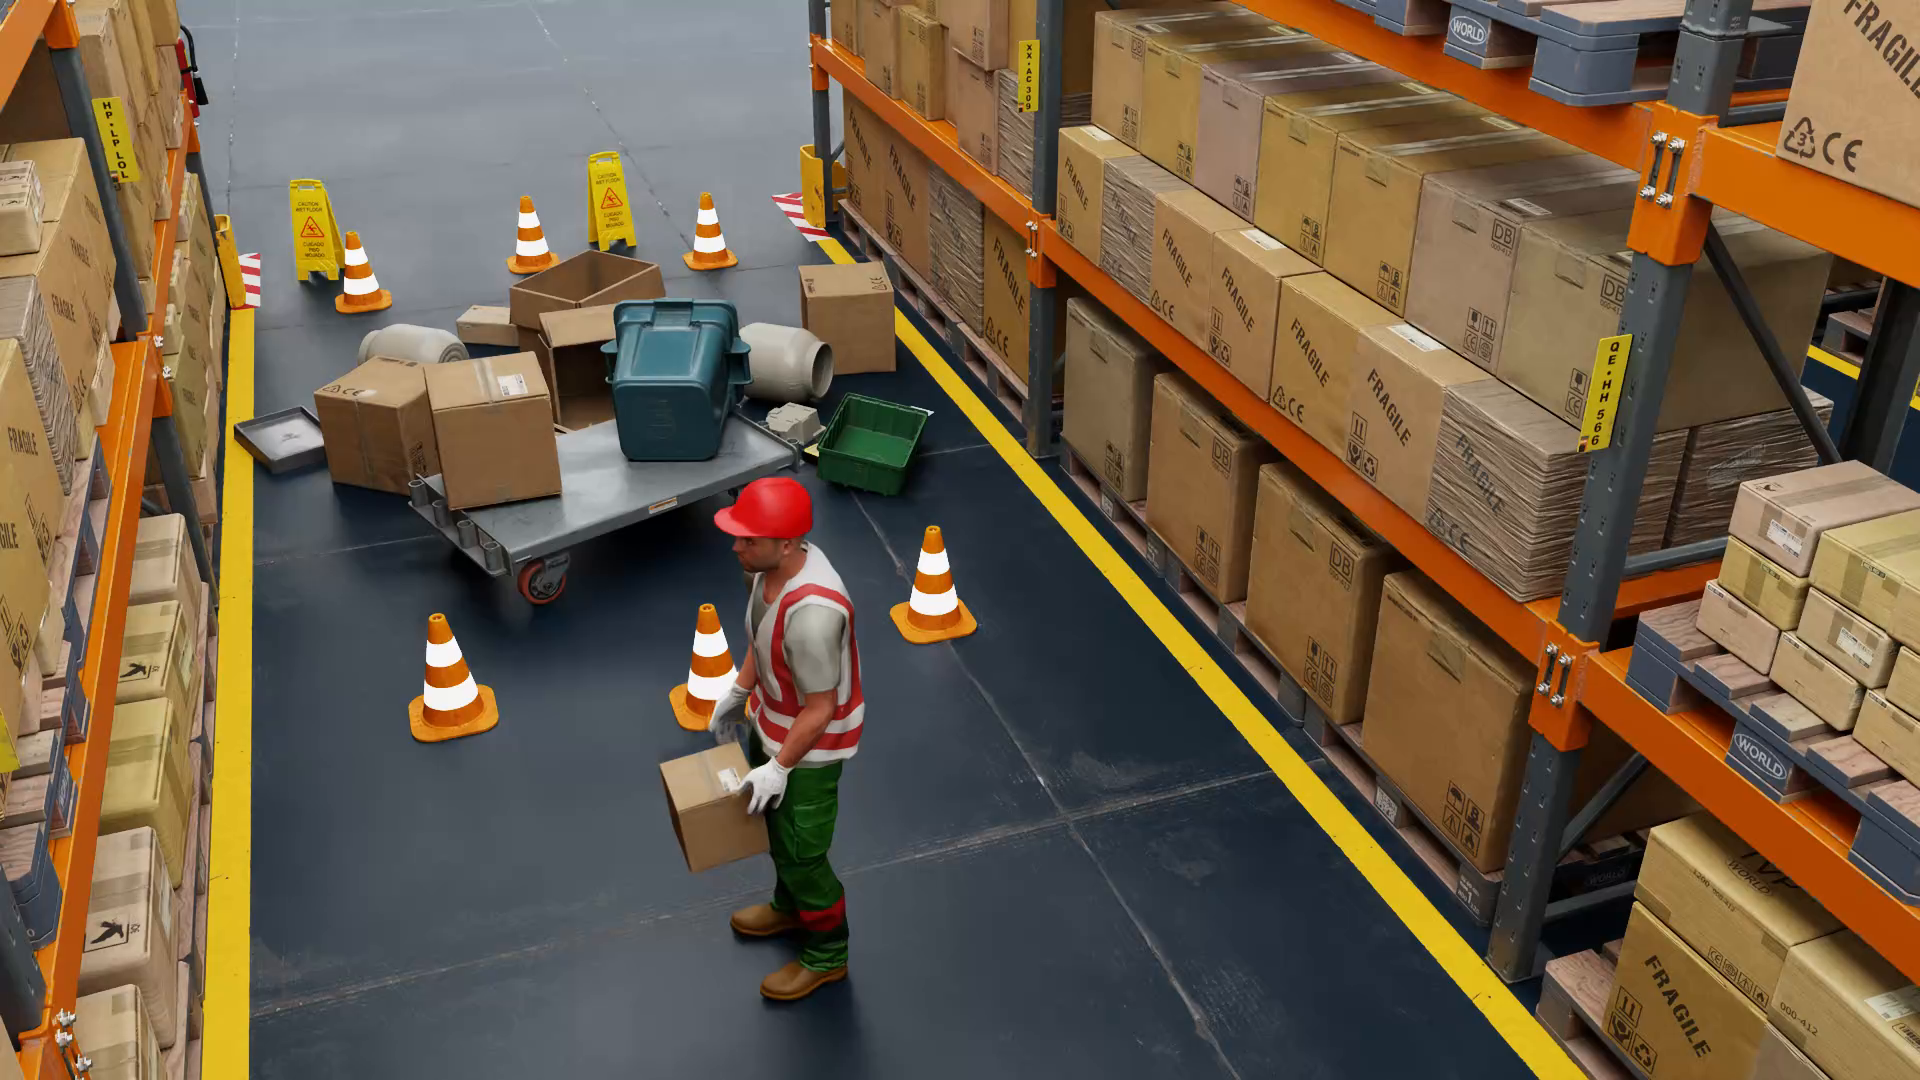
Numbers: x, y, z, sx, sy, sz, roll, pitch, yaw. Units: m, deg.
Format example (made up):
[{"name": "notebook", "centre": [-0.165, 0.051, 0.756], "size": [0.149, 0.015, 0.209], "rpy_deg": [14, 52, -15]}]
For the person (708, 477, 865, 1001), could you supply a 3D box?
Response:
[{"name": "person", "centre": [-0.516, 0.602, 5.042], "size": [0.425, 1.789, 0.541], "rpy_deg": [-11, 31, -19]}]
